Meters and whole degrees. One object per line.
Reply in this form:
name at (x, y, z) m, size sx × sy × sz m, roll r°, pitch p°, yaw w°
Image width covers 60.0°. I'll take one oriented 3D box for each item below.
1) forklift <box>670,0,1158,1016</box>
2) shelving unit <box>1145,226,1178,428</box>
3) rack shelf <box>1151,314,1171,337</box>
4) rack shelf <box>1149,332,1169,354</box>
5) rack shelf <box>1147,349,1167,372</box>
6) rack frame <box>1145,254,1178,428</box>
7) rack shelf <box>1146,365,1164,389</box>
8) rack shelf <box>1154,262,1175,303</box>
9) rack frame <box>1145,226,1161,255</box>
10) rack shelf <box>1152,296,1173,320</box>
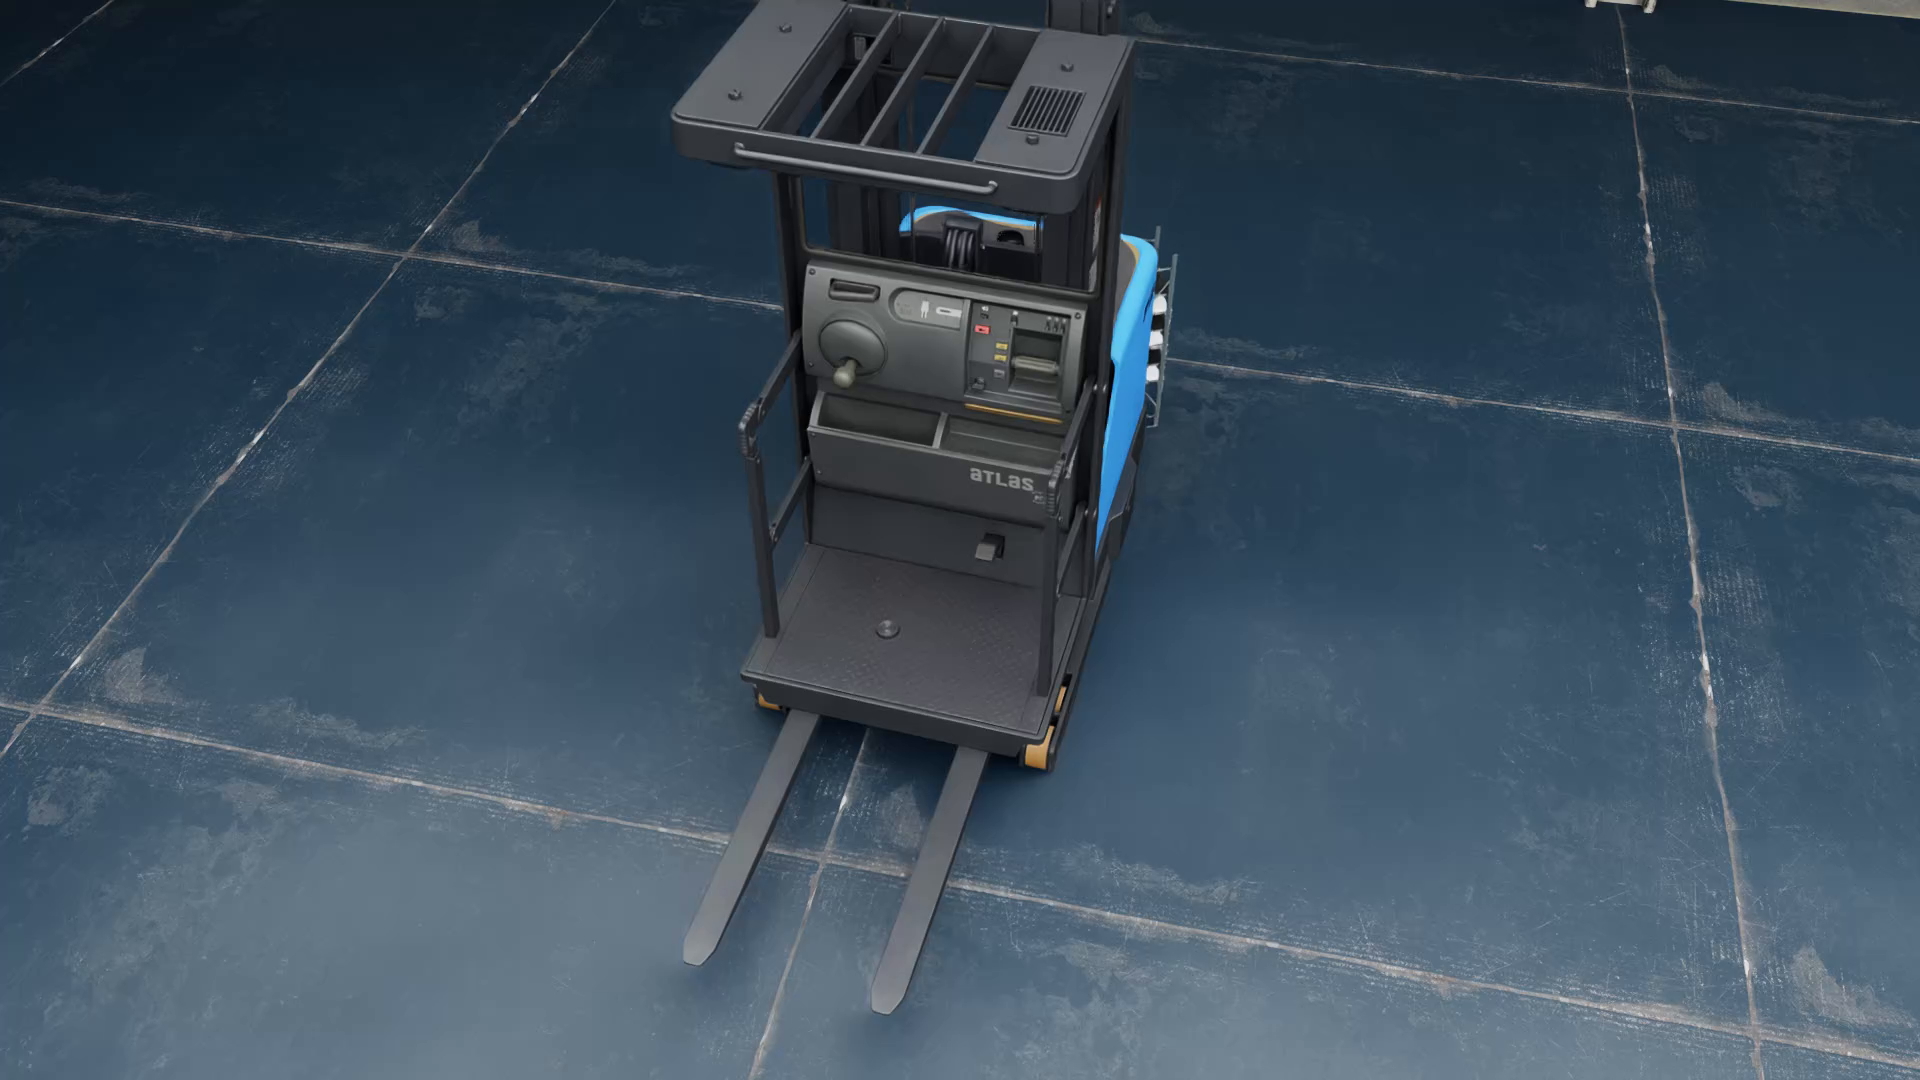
forklift at (-0.117, -0.552, 5.209) m, size 1.130 × 2.935 × 3.031 m, roll 11°, pitch 45°, yaw 11°
shelving unit at (0.725, -0.868, 7.001) m, size 0.258 × 0.900 × 0.210 m, roll -10°, pitch 46°, yaw -10°
rack shelf at (0.725, -0.909, 6.961) m, size 0.258 × 0.077 × 0.200 m, roll -10°, pitch 46°, yaw -10°
rack shelf at (0.725, -0.845, 7.025) m, size 0.258 × 0.077 × 0.200 m, roll -10°, pitch 46°, yaw -10°
rack shelf at (0.724, -0.781, 7.088) m, size 0.258 × 0.077 × 0.200 m, roll -10°, pitch 46°, yaw -10°
rack frame at (0.750, -0.799, 6.931) m, size 0.240 × 0.900 × 0.006 m, roll -10°, pitch 46°, yaw -10°
rack shelf at (0.724, -0.717, 7.151) m, size 0.258 × 0.077 × 0.200 m, roll -10°, pitch 46°, yaw -10°
rack shelf at (0.726, -1.037, 6.835) m, size 0.258 × 0.077 × 0.200 m, roll -10°, pitch 46°, yaw -10°
rack frame at (0.700, -0.938, 7.071) m, size 0.240 × 0.900 × 0.006 m, roll -10°, pitch 46°, yaw -10°
rack shelf at (0.726, -0.973, 6.898) m, size 0.258 × 0.077 × 0.200 m, roll -10°, pitch 46°, yaw -10°
